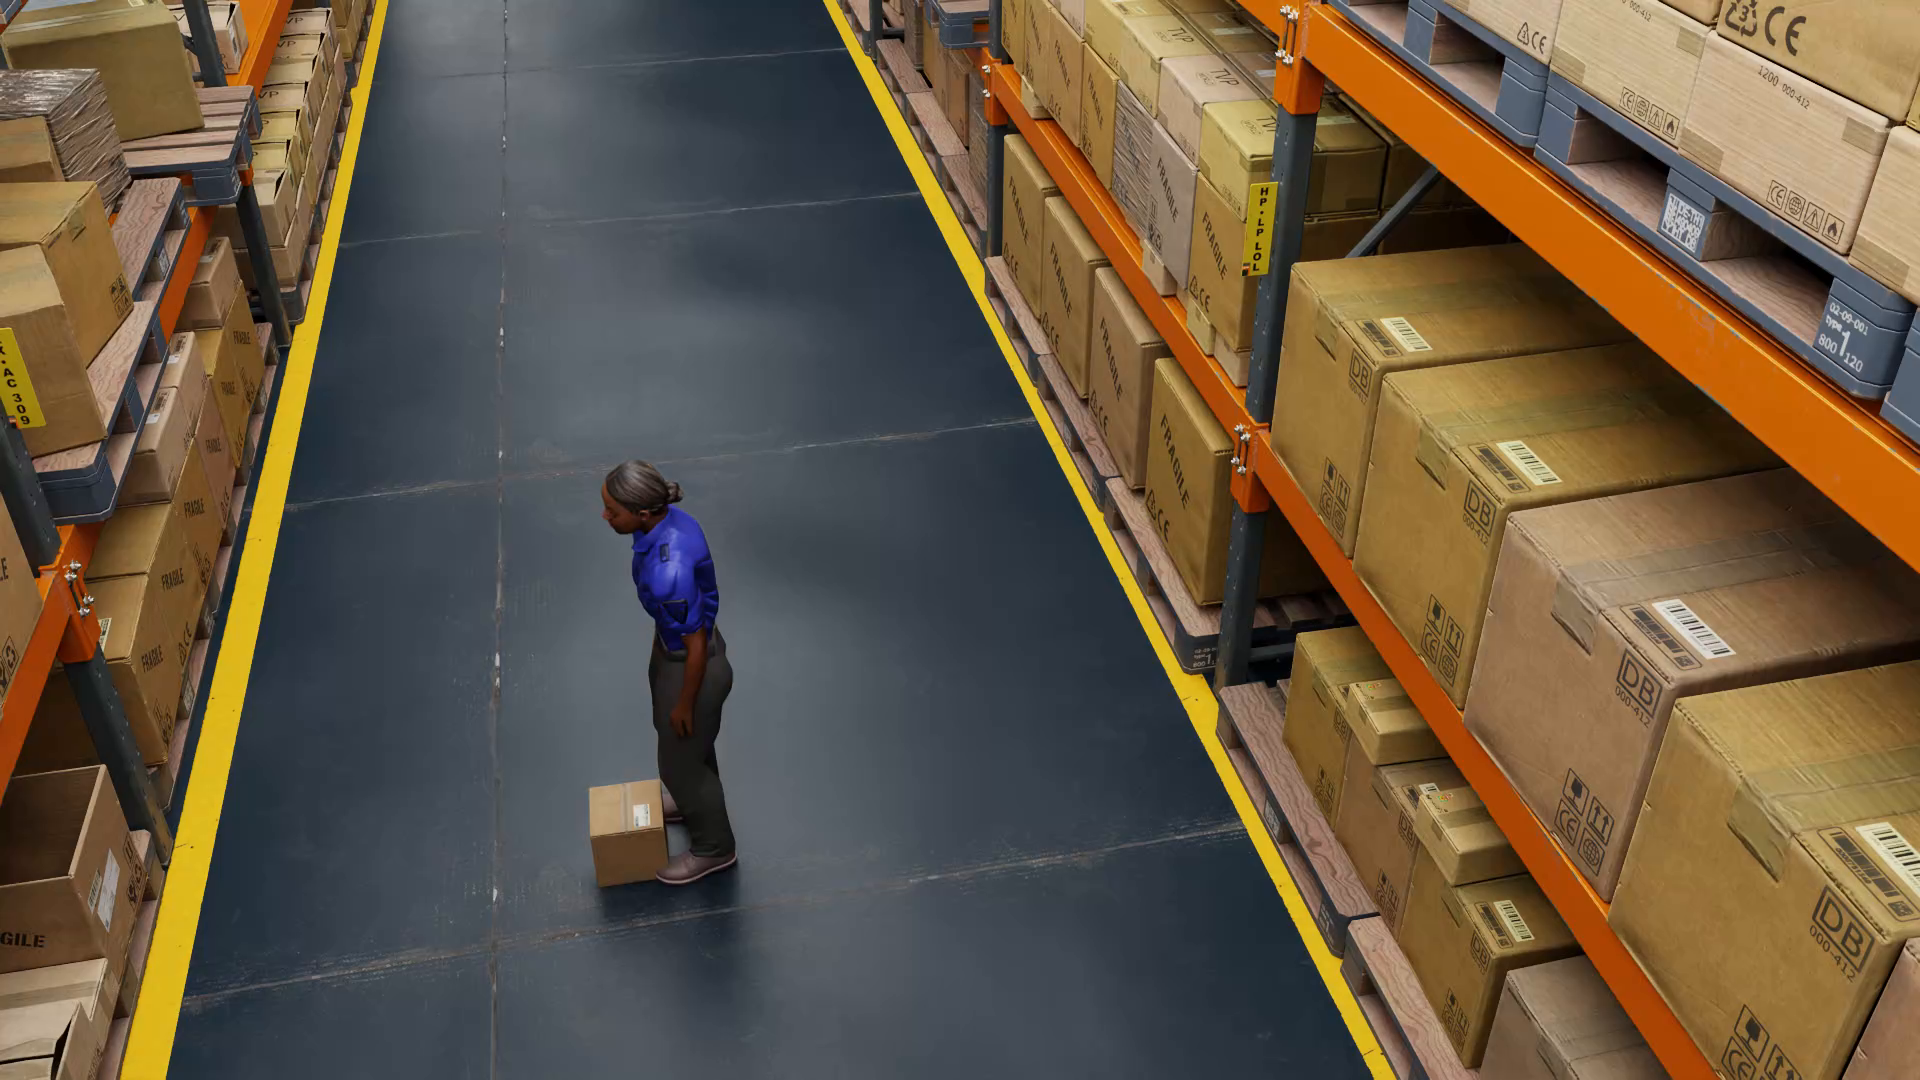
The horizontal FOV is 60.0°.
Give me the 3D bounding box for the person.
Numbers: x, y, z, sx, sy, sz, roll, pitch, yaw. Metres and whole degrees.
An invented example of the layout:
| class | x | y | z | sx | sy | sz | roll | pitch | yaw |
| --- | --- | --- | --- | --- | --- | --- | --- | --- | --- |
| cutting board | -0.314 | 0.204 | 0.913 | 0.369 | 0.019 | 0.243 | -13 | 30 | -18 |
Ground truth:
| class | x | y | z | sx | sy | sz | roll | pitch | yaw |
| --- | --- | --- | --- | --- | --- | --- | --- | --- | --- |
| person | -0.944 | 0.424 | 5.532 | 0.347 | 1.655 | 0.532 | -9 | 36 | -13 |
